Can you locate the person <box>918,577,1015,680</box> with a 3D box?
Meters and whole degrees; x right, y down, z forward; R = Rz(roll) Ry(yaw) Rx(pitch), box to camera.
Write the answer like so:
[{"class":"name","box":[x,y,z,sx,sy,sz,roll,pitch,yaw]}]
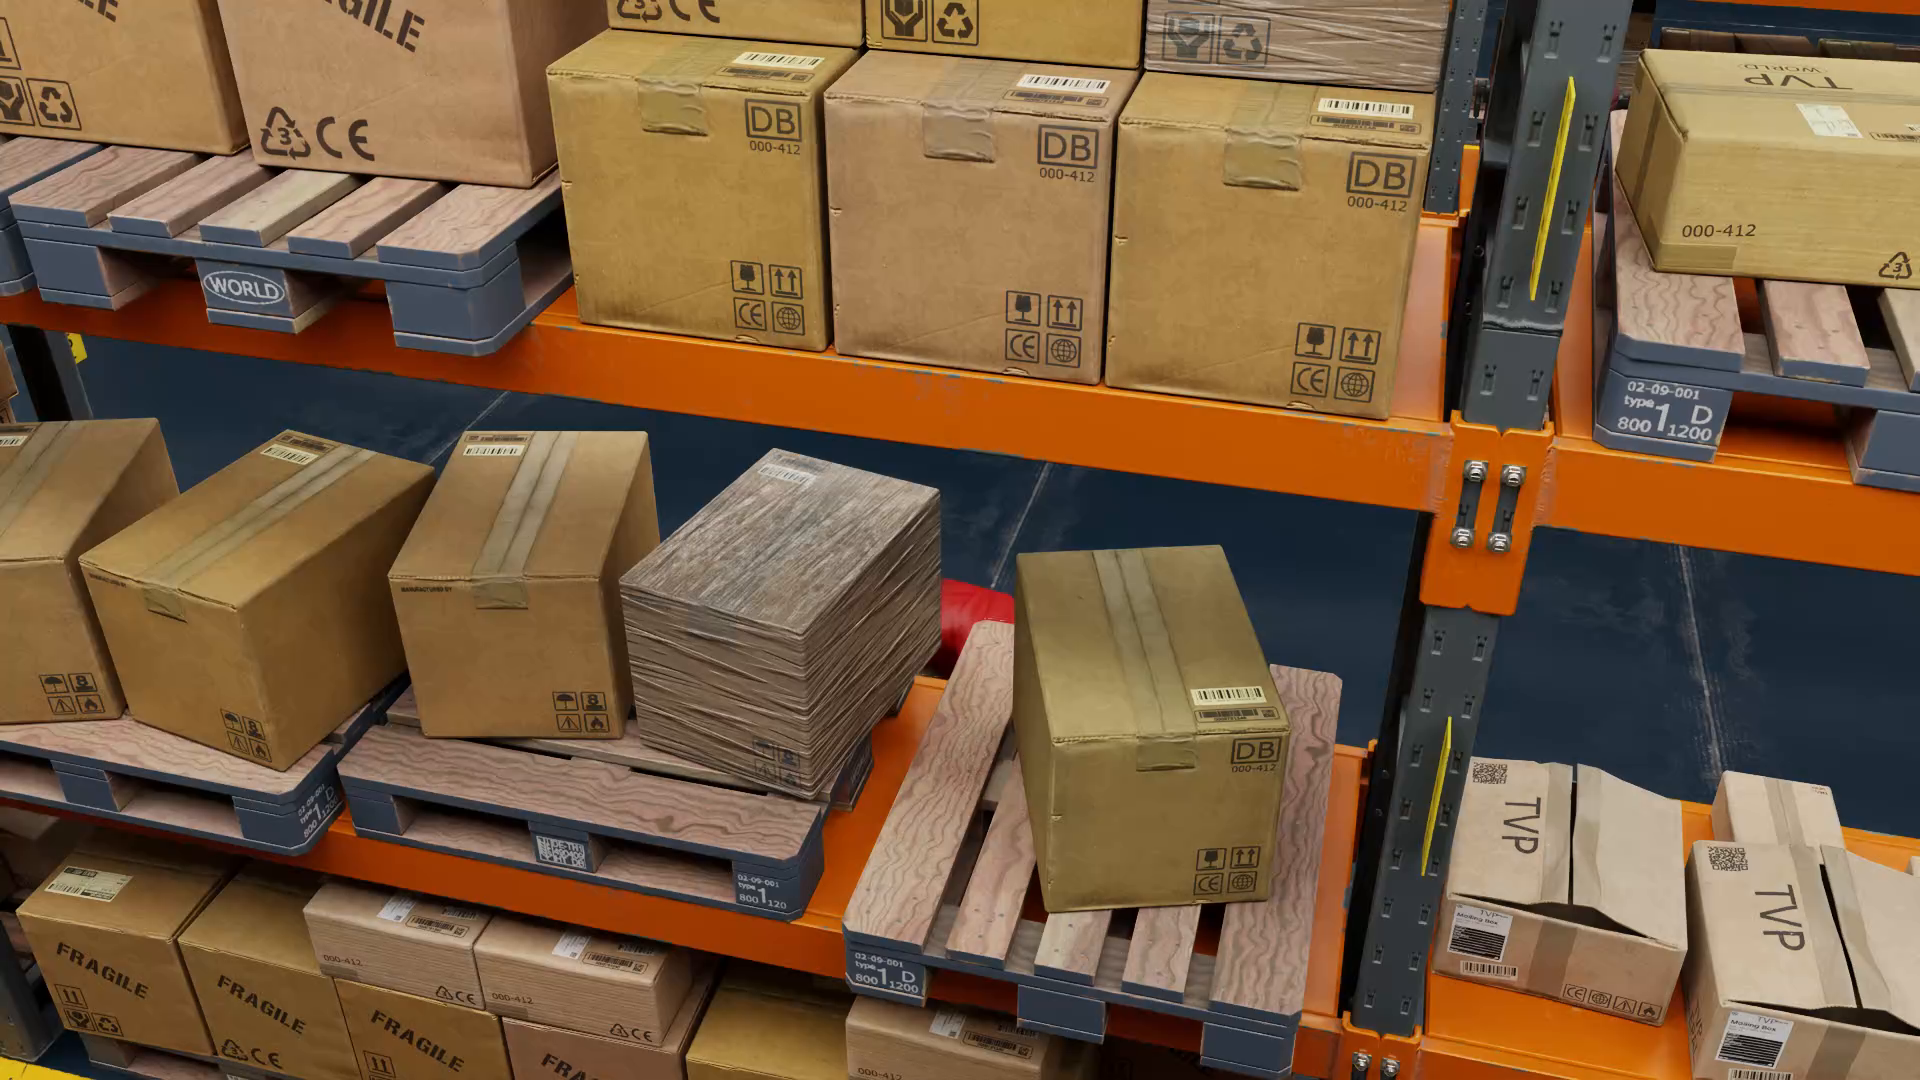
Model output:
[{"class":"person","box":[0.101,0.565,6.062,0.957,0.884,0.544,7,33,11]}]
